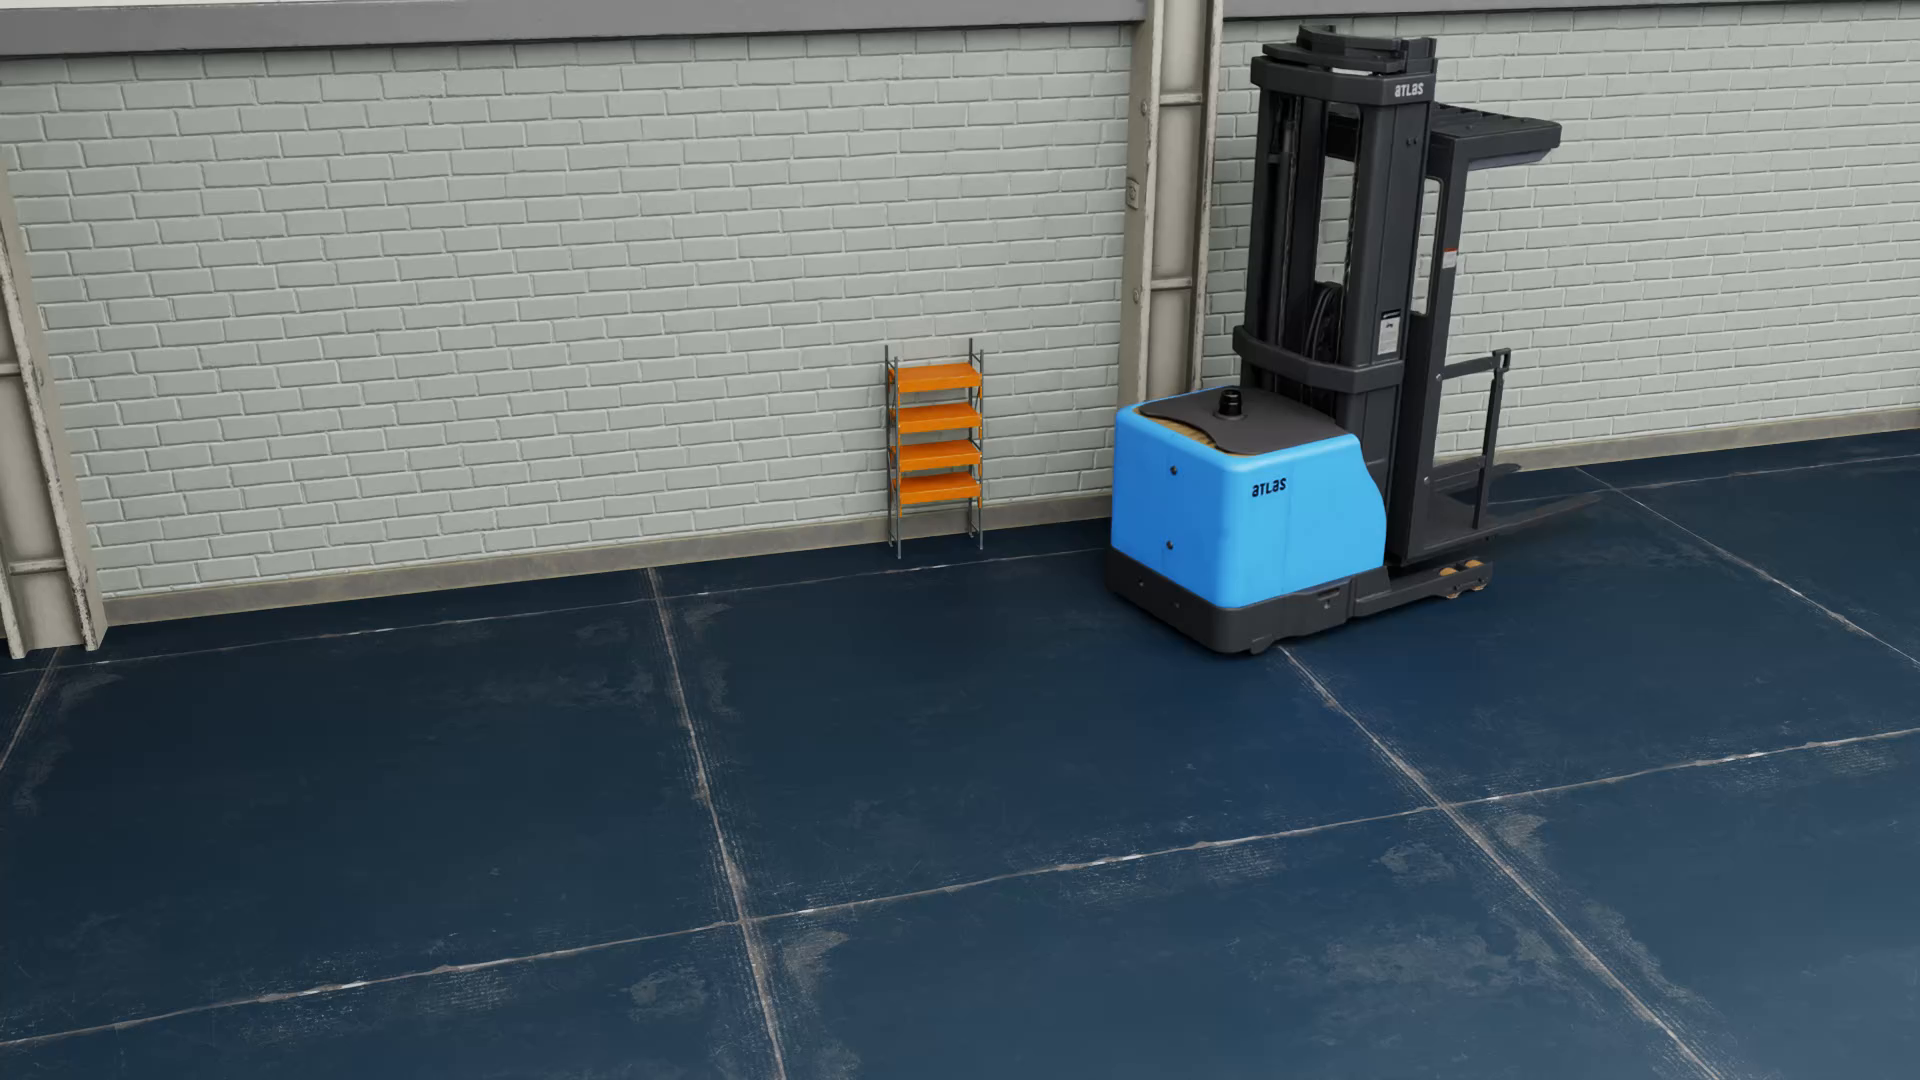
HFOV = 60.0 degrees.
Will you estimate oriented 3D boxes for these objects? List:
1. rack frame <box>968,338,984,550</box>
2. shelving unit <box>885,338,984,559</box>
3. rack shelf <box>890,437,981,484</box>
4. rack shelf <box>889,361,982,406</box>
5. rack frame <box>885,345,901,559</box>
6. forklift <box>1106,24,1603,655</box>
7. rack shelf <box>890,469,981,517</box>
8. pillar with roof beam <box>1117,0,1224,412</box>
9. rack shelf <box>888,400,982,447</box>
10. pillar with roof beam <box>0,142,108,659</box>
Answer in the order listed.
[{"bbox_3d":[0.091,-0.541,9.488,0.015,1.200,0.240,-7,24,-15],"label":"rack frame"},{"bbox_3d":[-0.144,-0.514,9.426,0.503,1.200,0.258,-7,24,-15],"label":"shelving unit"},{"bbox_3d":[-0.144,-0.452,9.453,0.480,0.148,0.258,-7,24,-15],"label":"rack shelf"},{"bbox_3d":[-0.144,-0.875,9.270,0.480,0.148,0.258,-7,24,-15],"label":"rack shelf"},{"bbox_3d":[-0.378,-0.487,9.363,0.015,1.200,0.240,-7,24,-15],"label":"rack frame"},{"bbox_3d":[2.317,-1.191,8.809,3.031,2.935,1.130,-14,27,-29],"label":"forklift"},{"bbox_3d":[-0.144,-0.270,9.531,0.480,0.148,0.258,-7,24,-15],"label":"rack shelf"},{"bbox_3d":[2.324,-2.621,4.446,0.400,9.000,9.100,-6,24,-14],"label":"pillar with roof beam"},{"bbox_3d":[-0.144,-0.658,9.364,0.480,0.148,0.258,-7,24,-15],"label":"rack shelf"},{"bbox_3d":[-3.453,-1.982,2.956,0.400,9.000,9.100,-6,24,-14],"label":"pillar with roof beam"}]
